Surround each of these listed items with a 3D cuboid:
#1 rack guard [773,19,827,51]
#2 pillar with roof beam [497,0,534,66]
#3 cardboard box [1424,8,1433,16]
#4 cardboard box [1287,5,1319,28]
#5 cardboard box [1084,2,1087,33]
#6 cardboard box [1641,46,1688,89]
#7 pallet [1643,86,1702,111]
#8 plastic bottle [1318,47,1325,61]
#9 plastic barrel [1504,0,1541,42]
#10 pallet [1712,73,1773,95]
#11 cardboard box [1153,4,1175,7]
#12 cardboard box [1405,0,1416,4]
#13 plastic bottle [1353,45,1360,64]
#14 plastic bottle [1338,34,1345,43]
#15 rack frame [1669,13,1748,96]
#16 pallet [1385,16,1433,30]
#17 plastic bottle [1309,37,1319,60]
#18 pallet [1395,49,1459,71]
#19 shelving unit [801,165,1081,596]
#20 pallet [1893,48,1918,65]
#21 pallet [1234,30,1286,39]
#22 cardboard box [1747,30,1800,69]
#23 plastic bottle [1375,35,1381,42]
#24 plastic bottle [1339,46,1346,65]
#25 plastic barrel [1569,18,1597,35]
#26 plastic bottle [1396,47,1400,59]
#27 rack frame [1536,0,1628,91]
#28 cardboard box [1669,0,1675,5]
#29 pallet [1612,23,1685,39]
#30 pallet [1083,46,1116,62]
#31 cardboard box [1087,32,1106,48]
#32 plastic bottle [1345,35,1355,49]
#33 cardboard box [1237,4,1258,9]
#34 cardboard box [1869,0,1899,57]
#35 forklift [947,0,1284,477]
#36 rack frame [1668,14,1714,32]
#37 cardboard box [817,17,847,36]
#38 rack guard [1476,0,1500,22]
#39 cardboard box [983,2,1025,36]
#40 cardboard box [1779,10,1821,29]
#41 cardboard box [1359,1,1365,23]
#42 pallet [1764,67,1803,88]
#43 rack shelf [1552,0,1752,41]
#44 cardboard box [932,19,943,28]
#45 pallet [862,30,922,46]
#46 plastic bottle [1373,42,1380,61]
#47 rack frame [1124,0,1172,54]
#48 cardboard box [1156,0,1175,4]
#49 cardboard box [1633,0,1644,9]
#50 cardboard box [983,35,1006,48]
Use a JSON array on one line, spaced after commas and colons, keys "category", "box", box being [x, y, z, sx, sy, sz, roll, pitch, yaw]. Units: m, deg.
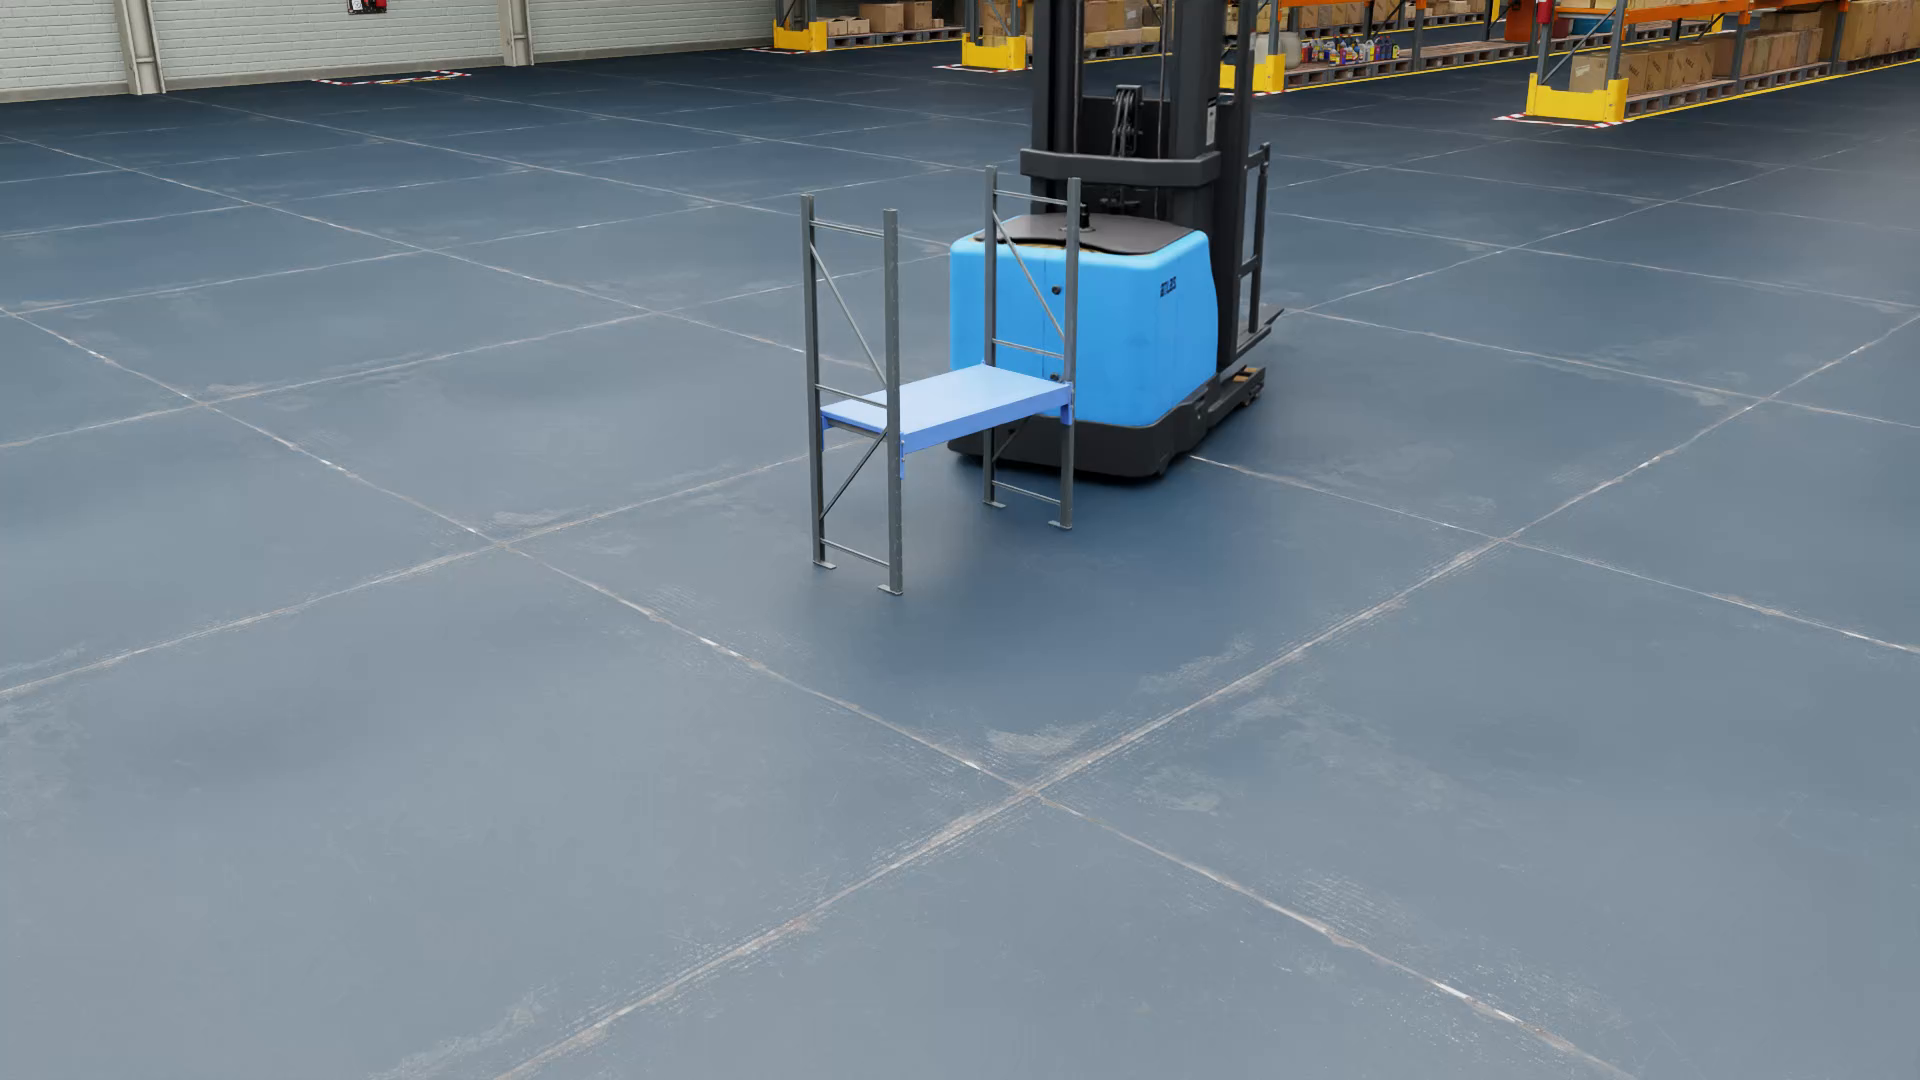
[{"category": "rack guard", "box": [-2.935, -9.265, 30.483, 1.175, 0.500, 0.348, 19, 28, 41]}, {"category": "pillar with roof beam", "box": [-4.221, -10.989, 23.123, 9.100, 9.000, 0.400, 19, 28, 41]}, {"category": "cardboard box", "box": [9.979, -11.420, 35.940, 0.380, 0.166, 0.250, 19, 28, 41]}, {"category": "cardboard box", "box": [6.666, -10.314, 32.599, 0.500, 0.500, 0.500, -19, 28, -40]}, {"category": "cardboard box", "box": [1.784, -8.779, 27.936, 0.500, 0.500, 0.500, 19, 28, 41]}, {"category": "cardboard box", "box": [9.370, -6.329, 22.260, 0.500, 0.500, 0.500, 16, 26, 36]}, {"category": "pallet", "box": [9.155, -5.923, 22.191, 1.003, 0.211, 1.213, 19, 28, 41]}, {"category": "plastic bottle", "box": [5.599, -7.532, 25.777, 0.097, 0.201, 0.097, 0, 21, 0]}, {"category": "plastic barrel", "box": [10.020, -9.302, 29.535, 0.600, 0.830, 0.708, 19, 28, 41]}, {"category": "pallet", "box": [10.991, -6.620, 24.004, 1.003, 0.211, 1.213, 19, 28, 41]}, {"category": "cardboard box", "box": [3.789, -9.687, 30.563, 0.500, 0.311, 0.500, -19, 28, -41]}, {"category": "cardboard box", "box": [9.652, -11.619, 36.257, 0.500, 0.311, 0.500, 19, 28, 41]}, {"category": "plastic bottle", "box": [6.048, -7.419, 25.384, 0.097, 0.271, 0.097, 0, 21, 0]}, {"category": "plastic bottle", "box": [6.040, -7.826, 26.334, 0.185, 0.351, 0.144, -19, 28, -41]}, {"category": "rack frame", "box": [10.449, -7.721, 22.983, 1.000, 3.000, 0.127, 19, 28, 41]}, {"category": "pallet", "box": [9.414, -11.133, 35.745, 1.003, 0.211, 1.213, 19, 28, 41]}, {"category": "plastic bottle", "box": [5.482, -7.621, 25.799, 0.185, 0.351, 0.144, -19, 28, -40]}, {"category": "pallet", "box": [7.420, -7.871, 27.258, 1.003, 0.211, 1.213, 19, 28, 41]}, {"category": "shelving unit", "box": [-0.059, -0.678, 6.748, 0.538, 1.500, 1.048, 19, 28, 41]}, {"category": "pallet", "box": [15.545, -8.259, 28.268, 1.003, 0.211, 1.213, 19, 28, 41]}, {"category": "pallet", "box": [5.542, -9.726, 32.086, 1.003, 0.211, 1.213, 19, 28, 41]}, {"category": "cardboard box", "box": [12.018, -7.318, 24.803, 0.500, 0.500, 0.700, -17, 27, -38]}, {"category": "plastic bottle", "box": [6.554, -7.728, 26.080, 0.144, 0.351, 0.185, 19, 28, 41]}, {"category": "plastic bottle", "box": [5.769, -7.312, 25.090, 0.133, 0.283, 0.061, -20, 28, -41]}, {"category": "plastic barrel", "box": [11.595, -9.916, 31.033, 0.600, 0.901, 0.708, 19, 28, 41]}, {"category": "plastic bottle", "box": [6.870, -7.689, 26.185, 0.097, 0.201, 0.097, 0, 21, 0]}, {"category": "rack frame", "box": [7.658, -6.693, 20.307, 1.000, 3.000, 0.127, 19, 28, 41]}, {"category": "cardboard box", "box": [8.895, -6.912, 21.228, 0.380, 0.149, 0.250, 19, 28, 41]}, {"category": "pallet", "box": [13.817, -10.230, 33.395, 1.003, 0.211, 1.213, 19, 28, 41]}, {"category": "pallet", "box": [1.918, -8.391, 28.611, 1.003, 0.211, 1.213, 19, 28, 41]}, {"category": "cardboard box", "box": [2.144, -8.553, 28.394, 0.500, 0.250, 0.500, 19, 28, 41]}, {"category": "plastic bottle", "box": [6.143, -7.790, 26.241, 0.144, 0.351, 0.185, 19, 28, 41]}, {"category": "cardboard box", "box": [5.243, -9.944, 31.230, 0.500, 0.311, 0.500, 19, 28, 40]}, {"category": "cardboard box", "box": [14.363, -8.353, 27.003, 1.225, 0.875, 0.875, 19, 28, 41]}, {"category": "forklift", "box": [1.025, -2.146, 8.572, 1.130, 2.935, 3.031, 10, 23, 24]}, {"category": "rack frame", "box": [15.271, -12.046, 34.233, 1.000, 3.000, 0.127, 19, 28, 41]}, {"category": "cardboard box", "box": [-2.441, -9.518, 30.791, 0.500, 0.311, 0.500, 15, 26, 35]}, {"category": "rack guard", "box": [11.672, -12.100, 37.859, 1.175, 0.500, 0.348, 19, 28, 41]}, {"category": "cardboard box", "box": [0.724, -8.648, 27.596, 0.500, 0.500, 0.500, 19, 28, 41]}, {"category": "cardboard box", "box": [12.793, -7.958, 25.425, 0.500, 0.250, 0.500, -19, 28, -40]}, {"category": "cardboard box", "box": [8.095, -10.844, 33.979, 0.500, 0.500, 0.500, 20, 29, 41]}, {"category": "pallet", "box": [11.842, -6.935, 24.824, 1.003, 0.211, 1.213, 19, 28, 41]}, {"category": "rack shelf", "box": [9.054, -6.871, 21.774, 1.077, 0.370, 4.000, 19, 28, 41]}, {"category": "cardboard box", "box": [-0.550, -10.178, 32.711, 0.380, 0.166, 0.250, 15, 26, 34]}, {"category": "pallet", "box": [-1.492, -9.642, 31.867, 1.003, 0.211, 1.213, 19, 28, 41]}, {"category": "plastic bottle", "box": [6.440, -7.559, 25.733, 0.133, 0.283, 0.061, -18, 27, -39]}, {"category": "rack frame", "box": [3.354, -10.202, 29.436, 1.000, 3.000, 0.127, 19, 28, 41]}, {"category": "cardboard box", "box": [4.405, -12.261, 37.204, 0.750, 0.750, 0.750, -19, 28, -40]}, {"category": "cardboard box", "box": [8.216, -6.649, 20.543, 0.380, 0.149, 0.250, 19, 28, 41]}, {"category": "cardboard box", "box": [0.726, -8.298, 27.730, 0.500, 0.250, 0.500, 19, 28, 41]}]
